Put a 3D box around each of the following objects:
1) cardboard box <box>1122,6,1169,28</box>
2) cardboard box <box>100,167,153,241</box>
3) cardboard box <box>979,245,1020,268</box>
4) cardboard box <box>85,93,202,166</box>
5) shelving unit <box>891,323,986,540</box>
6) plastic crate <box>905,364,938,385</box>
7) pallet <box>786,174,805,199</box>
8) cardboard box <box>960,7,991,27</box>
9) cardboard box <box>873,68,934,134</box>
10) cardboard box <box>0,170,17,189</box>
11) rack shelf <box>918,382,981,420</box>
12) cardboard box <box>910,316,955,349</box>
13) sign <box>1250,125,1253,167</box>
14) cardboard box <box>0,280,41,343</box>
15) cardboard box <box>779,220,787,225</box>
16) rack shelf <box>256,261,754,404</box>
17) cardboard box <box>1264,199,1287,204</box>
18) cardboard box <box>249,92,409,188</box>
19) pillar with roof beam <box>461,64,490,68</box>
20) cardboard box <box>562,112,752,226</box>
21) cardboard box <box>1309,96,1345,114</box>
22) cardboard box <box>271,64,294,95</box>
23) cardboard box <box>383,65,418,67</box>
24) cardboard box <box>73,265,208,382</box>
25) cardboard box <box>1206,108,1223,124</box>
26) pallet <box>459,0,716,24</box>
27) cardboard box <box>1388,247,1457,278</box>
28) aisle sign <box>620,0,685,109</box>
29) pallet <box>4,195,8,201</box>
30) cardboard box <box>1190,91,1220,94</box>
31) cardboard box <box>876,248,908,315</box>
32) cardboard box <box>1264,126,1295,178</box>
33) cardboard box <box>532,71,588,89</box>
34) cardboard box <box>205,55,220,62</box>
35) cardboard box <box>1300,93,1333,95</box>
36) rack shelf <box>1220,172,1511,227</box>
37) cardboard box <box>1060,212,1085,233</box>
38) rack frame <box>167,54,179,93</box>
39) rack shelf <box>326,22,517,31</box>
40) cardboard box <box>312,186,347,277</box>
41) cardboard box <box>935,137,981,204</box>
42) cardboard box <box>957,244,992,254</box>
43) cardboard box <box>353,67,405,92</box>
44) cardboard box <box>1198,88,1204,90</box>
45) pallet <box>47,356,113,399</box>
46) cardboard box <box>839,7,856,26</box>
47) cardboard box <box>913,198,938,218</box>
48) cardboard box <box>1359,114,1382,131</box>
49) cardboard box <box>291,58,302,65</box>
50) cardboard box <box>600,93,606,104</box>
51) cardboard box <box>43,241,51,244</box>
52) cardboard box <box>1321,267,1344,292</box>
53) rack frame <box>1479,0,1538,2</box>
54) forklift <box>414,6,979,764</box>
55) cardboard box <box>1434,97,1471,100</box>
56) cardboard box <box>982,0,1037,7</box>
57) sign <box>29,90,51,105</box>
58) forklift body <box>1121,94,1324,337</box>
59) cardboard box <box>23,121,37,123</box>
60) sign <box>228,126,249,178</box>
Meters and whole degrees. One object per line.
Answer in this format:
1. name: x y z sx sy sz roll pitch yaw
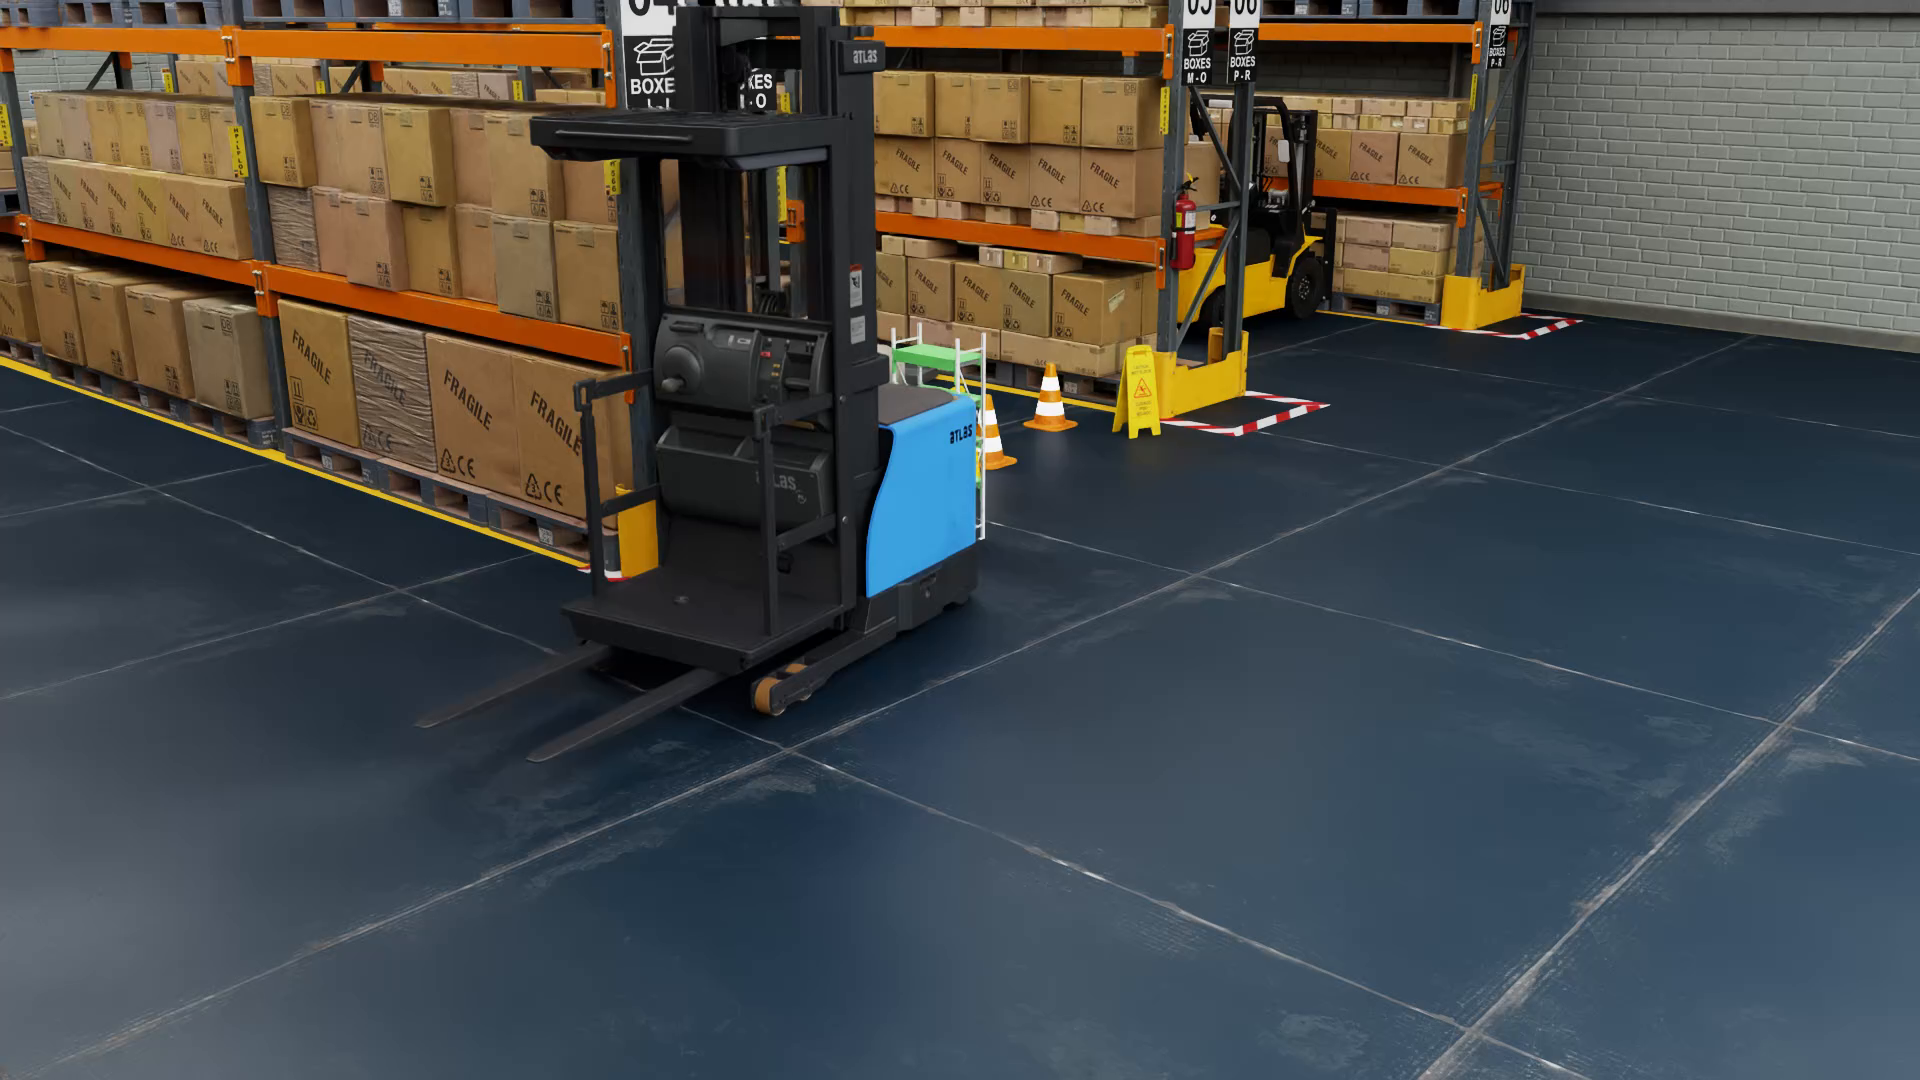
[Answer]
1. cardboard box: 1.393 -3.801 12.088 0.250 0.149 0.380 15 23 39
2. cardboard box: -6.062 -2.542 12.498 0.500 0.500 0.500 15 23 39
3. cardboard box: 0.372 -2.304 13.452 0.250 0.149 0.380 16 24 42
4. cardboard box: -6.255 -3.177 12.846 0.500 0.500 0.700 15 23 38
5. shelving unit: -0.124 -0.605 9.535 0.503 1.200 0.258 15 23 39
6. plastic crate: -0.517 -1.394 13.872 0.583 0.080 0.402 7 19 21
7. pallet: -1.622 -3.381 15.624 1.213 0.211 1.003 15 23 39
8. cardboard box: 0.214 -4.100 13.028 0.250 0.149 0.380 15 23 39
9. cardboard box: -0.594 -3.707 14.025 0.500 0.500 0.700 15 23 40
10. cardboard box: -8.022 -3.025 13.904 0.250 0.149 0.380 16 23 40
11. rack shelf: -0.124 -0.773 9.482 0.480 0.148 0.258 15 23 39
12. cardboard box: -0.079 -1.786 14.131 0.500 0.250 0.500 15 23 39
13. sign: 2.205 -3.018 12.733 0.005 0.325 0.100 15 23 39
14. cardboard box: -8.014 -2.031 14.490 0.500 0.500 0.500 15 23 39
15. cardboard box: -2.066 -4.465 22.162 0.500 0.500 0.500 16 24 42
16. rack shelf: -2.861 -1.402 10.258 4.000 0.370 1.077 15 23 39
17. cardboard box: 3.400 -3.518 17.937 0.500 0.250 0.500 15 23 40
18. cardboard box: -4.103 -2.650 10.971 0.550 0.550 0.875 15 23 39
19. pillar with roof beam: -11.106 -9.450 24.513 0.400 9.000 9.100 15 23 39
20. cardboard box: -1.617 -2.012 8.961 0.550 0.550 0.875 15 23 39
21. cardboard box: 3.708 -4.363 16.672 0.250 0.149 0.380 16 23 40
22. cardboard box: -8.040 -5.553 20.331 0.500 0.500 0.500 15 23 38
23. cardboard box: -6.629 -5.384 19.799 0.500 0.500 0.500 16 24 41
24. cardboard box: -6.297 -1.760 13.222 0.750 0.750 1.050 15 23 40
25. cardboard box: 2.753 -4.479 17.530 0.250 0.149 0.380 16 23 40
26. pallet: -1.927 -2.877 8.906 1.213 0.211 1.003 15 23 39
27. cardboard box: 4.566 -2.762 16.380 0.500 0.250 0.500 15 23 39
28. aisle sign: -1.511 -2.500 8.232 0.004 0.787 0.394 15 23 39
29. pallet: -8.856 -3.246 15.198 1.213 0.211 1.003 15 23 39
30. cardboard box: 2.639 -4.696 17.721 0.250 0.149 0.380 14 23 38
31. cardboard box: -0.476 -2.249 14.351 0.500 0.500 0.500 16 24 41
32. cardboard box: 3.446 -4.001 17.096 0.500 0.500 0.500 15 23 40
33. cardboard box: -4.345 -4.768 17.858 0.500 0.500 0.500 14 22 37
34. cardboard box: -9.470 -6.232 21.398 0.250 0.149 0.380 14 22 38
35. cardboard box: 3.690 -4.591 17.388 0.250 0.149 0.380 16 24 41
36. rack shelf: 3.641 -3.666 17.392 4.000 0.370 1.077 15 23 39
37. cardboard box: 0.983 -2.472 12.858 0.250 0.149 0.380 15 23 38
38. rack frame: -10.122 -5.696 22.600 0.127 3.000 1.000 15 23 39
39. rack shelf: -5.634 -5.578 18.459 4.000 0.370 1.077 15 23 39
40. cardboard box: -3.646 -2.041 10.835 0.550 0.550 0.875 15 23 39
41. cardboard box: 0.147 -3.028 13.537 0.500 0.500 0.500 15 23 40
42. cardboard box: 0.238 -2.271 14.421 0.500 0.500 0.500 17 24 42
43. cardboard box: -6.593 -5.167 19.117 0.500 0.500 0.500 15 23 39
44. cardboard box: 2.585 -4.913 18.404 0.250 0.149 0.380 15 23 39
45. pallet: -6.809 -1.445 13.815 1.213 0.211 1.003 15 23 39
46. cardboard box: -0.919 -4.412 14.013 0.250 0.149 0.380 15 23 39
47. cardboard box: -0.173 -2.772 13.802 0.250 0.149 0.380 15 23 40
48. cardboard box: 4.150 -4.133 16.438 0.250 0.149 0.380 15 23 39
49. cardboard box: -7.877 -5.846 20.181 0.250 0.149 0.380 15 23 39
50. cardboard box: -3.159 -4.128 16.309 0.500 0.500 0.500 16 23 40
51. cardboard box: -8.083 -2.610 15.076 0.500 0.250 0.500 15 23 39
52. cardboard box: 3.842 -2.724 17.087 0.500 0.250 0.500 15 23 40
53. rack frame: 5.137 -6.466 15.111 0.127 3.000 1.000 15 23 39
54. forklift: -1.095 -0.793 7.265 1.130 2.935 3.031 10 20 29
55. cardboard box: 4.870 -4.289 16.437 0.250 0.149 0.380 16 24 41
56. cardboard box: 0.517 -4.229 12.777 0.500 0.250 0.500 16 24 41
57. sign: -14.433 -6.953 26.114 0.001 0.218 0.327 15 23 39
58. forklift body: 2.508 -3.170 16.046 1.214 2.155 2.313 15 23 39
59. cardboard box: -8.550 -3.713 15.091 0.250 0.149 0.380 16 24 41
60. sign: -4.709 -2.535 10.859 0.005 0.325 0.100 15 23 39
